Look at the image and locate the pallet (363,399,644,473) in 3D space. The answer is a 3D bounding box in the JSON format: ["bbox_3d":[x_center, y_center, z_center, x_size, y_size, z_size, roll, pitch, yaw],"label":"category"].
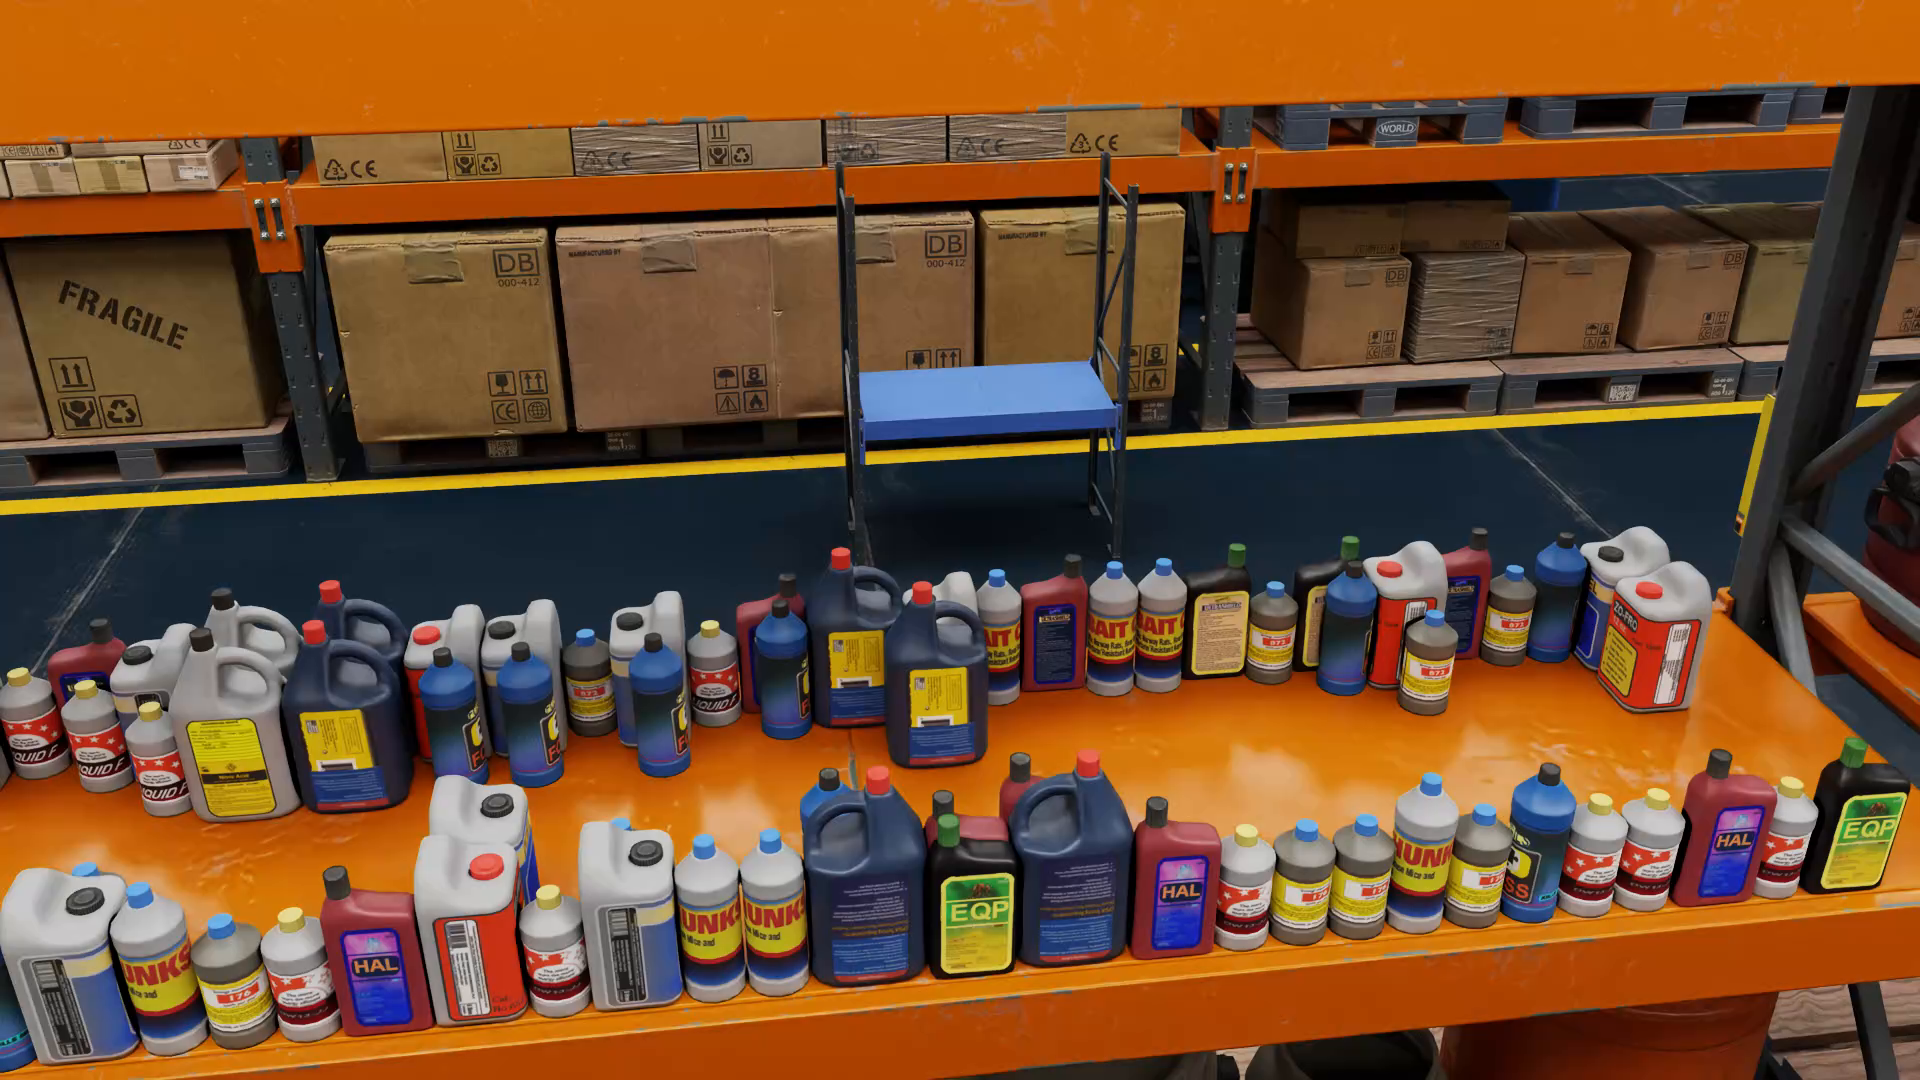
[{"bbox_3d":[-2.091,-0.650,7.787,1.213,0.211,1.003,-4,27,-7],"label":"pallet"}]

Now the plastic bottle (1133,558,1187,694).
[{"bbox_3d":[0.396,0.163,3.288,0.097,0.271,0.097,0,27,0],"label":"plastic bottle"}]

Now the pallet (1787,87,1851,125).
[{"bbox_3d":[4.301,-2.249,8.057,1.213,0.211,1.003,-4,27,-7],"label":"pallet"}]

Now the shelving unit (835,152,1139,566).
[{"bbox_3d":[0.084,-0.673,6.418,1.048,1.500,0.538,-4,27,-7],"label":"shelving unit"}]

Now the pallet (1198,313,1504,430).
[{"bbox_3d":[1.891,-0.871,8.216,1.213,0.211,1.003,-4,27,-7],"label":"pallet"}]

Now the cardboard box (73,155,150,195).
[{"bbox_3d":[-3.356,-1.512,6.687,0.250,0.149,0.380,-3,27,-6],"label":"cardboard box"}]

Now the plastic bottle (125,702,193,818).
[{"bbox_3d":[-1.411,0.380,2.941,0.097,0.201,0.097,0,27,0],"label":"plastic bottle"}]

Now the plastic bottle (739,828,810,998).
[{"bbox_3d":[-0.281,0.556,2.521,0.097,0.271,0.097,0,27,0],"label":"plastic bottle"}]

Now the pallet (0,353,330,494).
[{"bbox_3d":[-3.608,-0.554,7.599,1.213,0.211,1.003,-4,27,-7],"label":"pallet"}]

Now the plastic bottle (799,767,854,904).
[{"bbox_3d":[-0.205,0.485,2.660,0.097,0.271,0.097,0,27,0],"label":"plastic bottle"}]

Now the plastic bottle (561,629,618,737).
[{"bbox_3d":[-0.703,0.265,3.166,0.097,0.201,0.097,0,27,0],"label":"plastic bottle"}]

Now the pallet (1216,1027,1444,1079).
[{"bbox_3d":[1.032,1.486,3.622,1.213,0.211,1.003,-4,27,-7],"label":"pallet"}]

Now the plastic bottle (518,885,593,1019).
[{"bbox_3d":[-0.607,0.608,2.496,0.097,0.201,0.097,0,27,0],"label":"plastic bottle"}]

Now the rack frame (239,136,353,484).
[{"bbox_3d":[-2.844,-1.808,6.988,0.127,3.000,1.000,-4,27,-7],"label":"rack frame"}]

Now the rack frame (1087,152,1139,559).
[{"bbox_3d":[0.588,-0.705,6.481,0.032,1.500,0.500,-4,27,-7],"label":"rack frame"}]

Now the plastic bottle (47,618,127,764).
[{"bbox_3d":[-1.586,0.276,3.053,0.133,0.283,0.061,-4,27,-7],"label":"plastic bottle"}]

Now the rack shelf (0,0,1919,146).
[{"bbox_3d":[-0.174,-0.711,2.352,4.000,0.370,1.077,-4,27,-7],"label":"rack shelf"}]

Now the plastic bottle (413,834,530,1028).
[{"bbox_3d":[-0.726,0.570,2.489,0.135,0.276,0.152,-4,27,-7],"label":"plastic bottle"}]

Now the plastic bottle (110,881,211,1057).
[{"bbox_3d":[-1.162,0.613,2.411,0.097,0.271,0.097,0,27,0],"label":"plastic bottle"}]

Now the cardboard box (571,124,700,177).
[{"bbox_3d":[-1.361,-1.833,6.927,0.500,0.500,0.500,-4,27,-8],"label":"cardboard box"}]

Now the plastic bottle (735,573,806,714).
[{"bbox_3d":[-0.362,0.198,3.207,0.133,0.283,0.061,-4,27,-7],"label":"plastic bottle"}]

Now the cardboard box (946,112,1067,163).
[{"bbox_3d":[0.168,-1.934,7.125,0.500,0.500,0.500,-4,27,-8],"label":"cardboard box"}]

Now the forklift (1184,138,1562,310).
[{"bbox_3d":[1.790,-2.835,9.065,3.031,2.935,1.130,-3,27,-7],"label":"forklift"}]

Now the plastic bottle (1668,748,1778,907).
[{"bbox_3d":[1.237,0.462,2.692,0.133,0.283,0.061,-4,27,-7],"label":"plastic bottle"}]

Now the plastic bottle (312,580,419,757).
[{"bbox_3d":[-1.107,0.235,3.061,0.185,0.351,0.144,-4,27,-7],"label":"plastic bottle"}]

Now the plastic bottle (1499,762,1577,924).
[{"bbox_3d":[0.928,0.479,2.672,0.097,0.271,0.097,0,27,0],"label":"plastic bottle"}]

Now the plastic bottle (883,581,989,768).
[{"bbox_3d":[-0.044,0.237,3.057,0.185,0.351,0.144,-4,27,-7],"label":"plastic bottle"}]

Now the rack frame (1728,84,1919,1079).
[{"bbox_3d":[1.807,0.177,3.120,0.127,3.000,1.000,-4,27,-7],"label":"rack frame"}]

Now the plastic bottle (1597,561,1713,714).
[{"bbox_3d":[1.354,0.182,3.245,0.135,0.276,0.152,-4,27,-7],"label":"plastic bottle"}]

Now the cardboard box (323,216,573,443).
[{"bbox_3d":[-2.213,-1.099,7.474,0.875,0.875,1.225,-4,27,-7],"label":"cardboard box"}]

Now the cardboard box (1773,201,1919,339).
[{"bbox_3d":[4.467,-1.371,8.393,0.500,0.500,0.700,-6,28,-11],"label":"cardboard box"}]

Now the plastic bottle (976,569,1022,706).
[{"bbox_3d":[0.071,0.184,3.247,0.097,0.271,0.097,0,27,0],"label":"plastic bottle"}]

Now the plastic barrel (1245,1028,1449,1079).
[{"bbox_3d":[0.778,1.212,3.368,0.421,0.512,0.421,0,27,0],"label":"plastic barrel"}]

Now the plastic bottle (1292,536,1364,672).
[{"bbox_3d":[0.736,0.127,3.344,0.133,0.283,0.061,-4,27,-7],"label":"plastic bottle"}]

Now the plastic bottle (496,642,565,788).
[{"bbox_3d":[-0.779,0.308,3.004,0.097,0.271,0.097,0,27,0],"label":"plastic bottle"}]

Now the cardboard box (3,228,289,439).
[{"bbox_3d":[-3.509,-1.044,7.366,0.875,0.875,0.875,-4,27,-7],"label":"cardboard box"}]

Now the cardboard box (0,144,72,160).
[{"bbox_3d":[-3.757,-1.693,6.602,0.500,0.250,0.500,-3,27,-6],"label":"cardboard box"}]

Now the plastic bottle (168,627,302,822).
[{"bbox_3d":[-1.269,0.312,2.911,0.185,0.351,0.144,-4,27,-7],"label":"plastic bottle"}]

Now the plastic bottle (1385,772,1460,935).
[{"bbox_3d":[0.735,0.491,2.648,0.097,0.271,0.097,0,27,0],"label":"plastic bottle"}]

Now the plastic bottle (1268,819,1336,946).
[{"bbox_3d":[0.542,0.535,2.640,0.097,0.201,0.097,0,27,0],"label":"plastic bottle"}]

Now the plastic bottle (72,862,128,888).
[{"bbox_3d":[-1.316,0.584,2.544,0.097,0.201,0.097,0,27,0],"label":"plastic bottle"}]

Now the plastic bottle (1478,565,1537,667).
[{"bbox_3d":[1.118,0.148,3.394,0.097,0.201,0.097,0,27,0],"label":"plastic bottle"}]

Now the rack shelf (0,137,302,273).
[{"bbox_3d":[-4.825,-1.361,6.904,4.000,0.370,1.077,-4,27,-7],"label":"rack shelf"}]

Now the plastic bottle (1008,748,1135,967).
[{"bbox_3d":[0.170,0.481,2.581,0.185,0.351,0.144,-4,27,-7],"label":"plastic bottle"}]

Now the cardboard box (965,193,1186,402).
[{"bbox_3d":[0.430,-1.269,7.806,0.875,0.875,1.225,-5,28,-10],"label":"cardboard box"}]

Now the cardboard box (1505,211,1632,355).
[{"bbox_3d":[2.885,-1.278,8.211,0.500,0.500,0.700,-1,27,-3],"label":"cardboard box"}]
